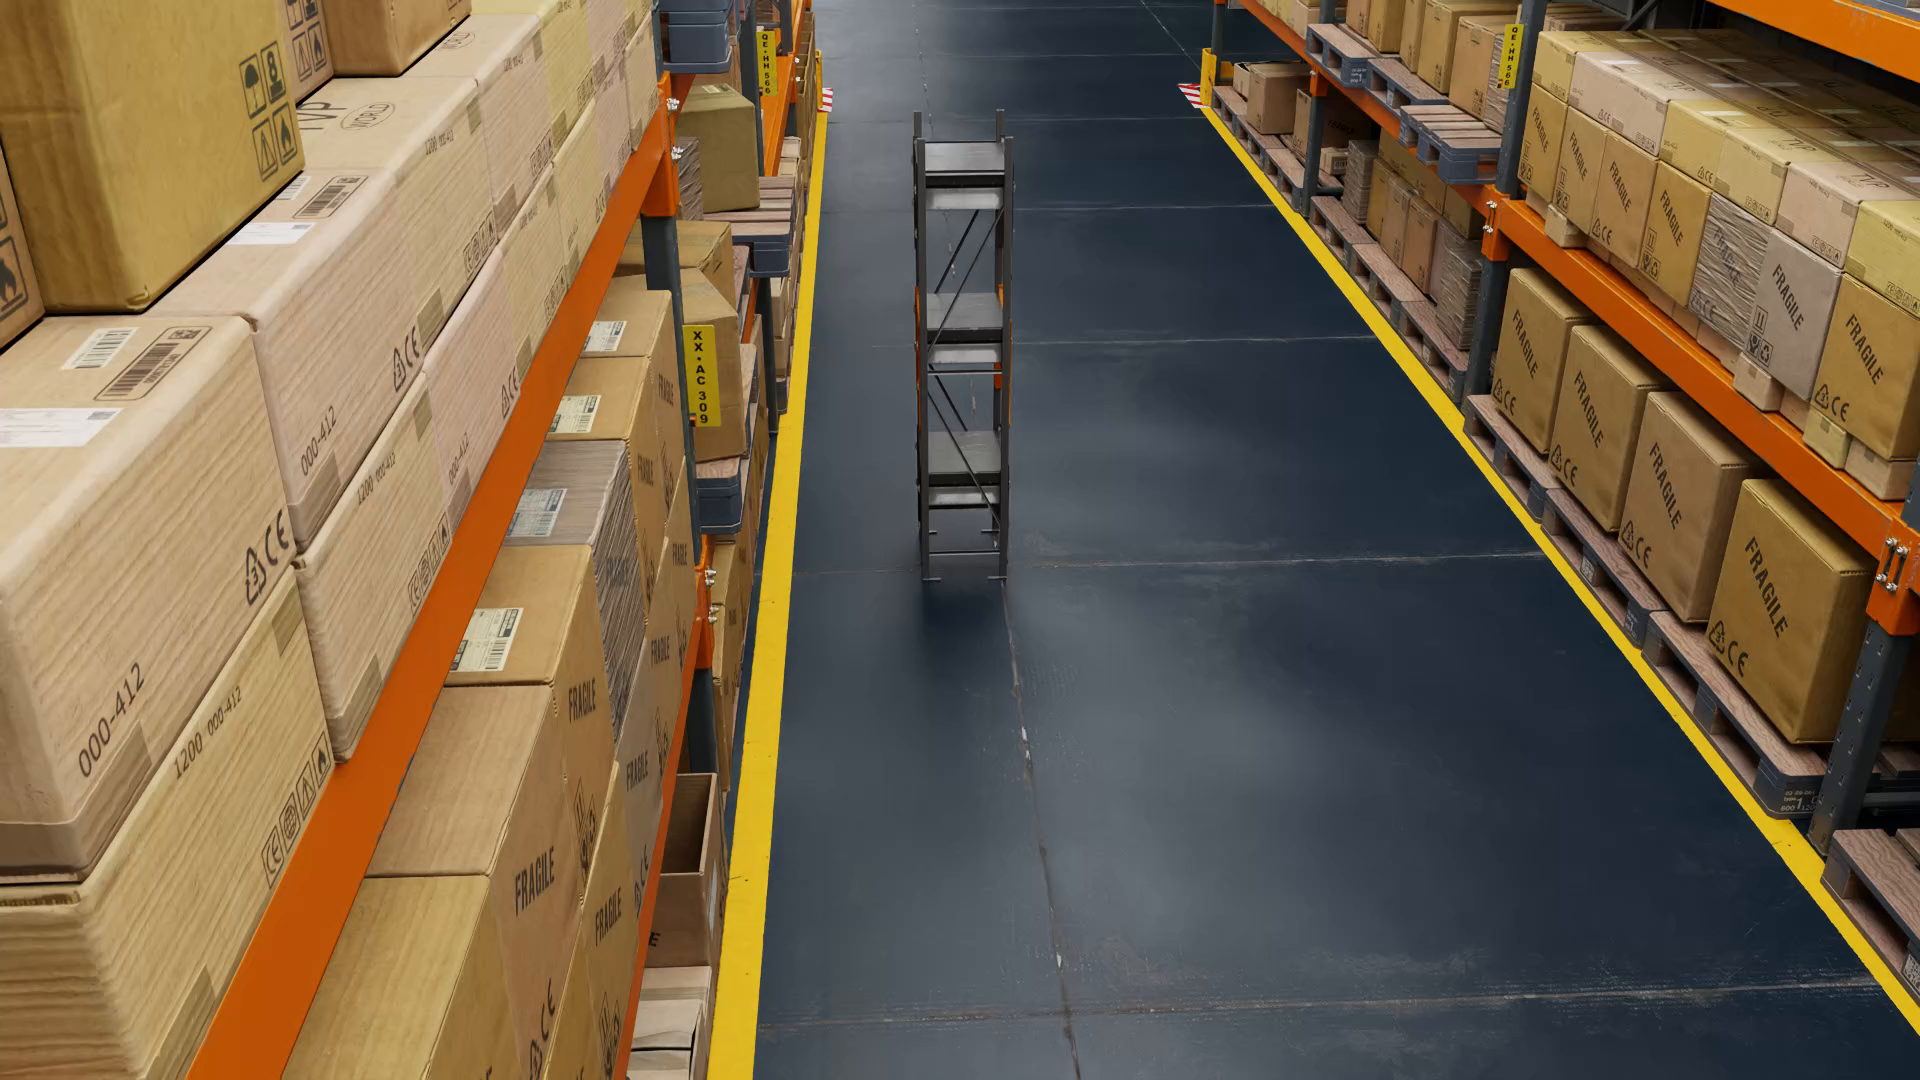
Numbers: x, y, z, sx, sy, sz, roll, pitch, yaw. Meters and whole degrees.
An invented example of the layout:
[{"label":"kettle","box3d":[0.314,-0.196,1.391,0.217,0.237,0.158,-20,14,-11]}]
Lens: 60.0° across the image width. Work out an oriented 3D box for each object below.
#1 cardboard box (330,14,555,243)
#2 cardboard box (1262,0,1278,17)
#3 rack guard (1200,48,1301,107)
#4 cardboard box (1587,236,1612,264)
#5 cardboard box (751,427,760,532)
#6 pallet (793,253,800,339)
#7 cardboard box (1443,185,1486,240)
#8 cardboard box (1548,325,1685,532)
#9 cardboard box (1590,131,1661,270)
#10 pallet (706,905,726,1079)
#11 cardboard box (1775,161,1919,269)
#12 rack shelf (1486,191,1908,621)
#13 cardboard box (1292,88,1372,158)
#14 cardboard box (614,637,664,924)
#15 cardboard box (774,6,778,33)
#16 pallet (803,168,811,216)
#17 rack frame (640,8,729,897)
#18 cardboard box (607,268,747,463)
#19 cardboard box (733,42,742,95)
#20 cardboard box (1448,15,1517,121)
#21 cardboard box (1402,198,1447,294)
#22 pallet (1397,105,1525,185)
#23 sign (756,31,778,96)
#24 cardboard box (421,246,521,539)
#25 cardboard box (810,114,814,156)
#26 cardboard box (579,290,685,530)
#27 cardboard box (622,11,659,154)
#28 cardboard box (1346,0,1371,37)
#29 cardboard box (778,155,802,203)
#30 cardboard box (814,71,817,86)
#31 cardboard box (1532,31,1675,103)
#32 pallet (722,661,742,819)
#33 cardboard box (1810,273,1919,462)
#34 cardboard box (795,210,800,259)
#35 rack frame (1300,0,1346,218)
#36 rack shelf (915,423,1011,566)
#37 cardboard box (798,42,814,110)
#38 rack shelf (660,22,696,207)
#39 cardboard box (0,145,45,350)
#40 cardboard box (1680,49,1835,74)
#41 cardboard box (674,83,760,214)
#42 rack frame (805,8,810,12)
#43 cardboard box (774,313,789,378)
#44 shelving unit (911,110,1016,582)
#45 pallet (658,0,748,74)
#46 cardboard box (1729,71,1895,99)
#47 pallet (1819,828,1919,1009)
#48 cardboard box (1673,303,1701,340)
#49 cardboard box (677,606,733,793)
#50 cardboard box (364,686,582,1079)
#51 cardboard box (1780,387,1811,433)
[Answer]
[{"label":"cardboard box","box3d":[-0.954,-0.666,2.662,0.500,0.250,0.500,-1,28,-3]},{"label":"cardboard box","box3d":[2.819,-4.524,13.820,0.500,0.250,0.500,-2,28,-3]},{"label":"rack guard","box3d":[3.001,-4.612,16.551,1.175,0.500,0.348,-1,28,-3]},{"label":"cardboard box","box3d":[3.271,-1.446,8.029,0.380,0.149,0.250,-2,28,-3]},{"label":"cardboard box","box3d":[-1.222,-0.361,7.925,0.500,0.500,0.500,-2,28,-5]},{"label":"pallet","box3d":[-1.596,-1.646,11.178,1.003,0.211,1.213,-1,28,-3]},{"label":"cardboard box","box3d":[3.358,-2.076,10.403,0.500,0.250,0.500,-1,28,-2]},{"label":"cardboard box","box3d":[3.362,-0.546,7.924,0.750,0.750,0.750,-2,28,-3]},{"label":"cardboard box","box3d":[3.228,-1.544,7.515,0.500,0.500,0.500,-2,28,-3]},{"label":"pallet","box3d":[-1.288,1.462,5.219,1.003,0.211,1.213,-1,28,-3]},{"label":"cardboard box","box3d":[3.327,-1.177,6.000,0.500,0.250,0.500,-1,28,-2]},{"label":"rack shelf","box3d":[3.520,-0.818,7.352,1.077,0.370,4.000,-1,28,-3]},{"label":"cardboard box","box3d":[3.112,-3.473,13.892,0.500,0.500,0.500,-3,28,-7]},{"label":"cardboard box","box3d":[-0.983,0.564,3.818,0.500,0.500,0.500,-1,28,-1]},{"label":"cardboard box","box3d":[-1.804,-4.279,13.102,0.700,0.500,0.500,-2,28,-3]},{"label":"pallet","box3d":[-1.740,-2.918,13.617,1.003,0.211,1.213,-1,28,-3]},{"label":"rack frame","box3d":[-1.323,-0.092,5.183,1.000,3.000,0.127,-1,28,-3]},{"label":"cardboard box","box3d":[-1.124,-0.547,5.492,0.700,0.500,0.500,-11,29,-20]},{"label":"cardboard box","box3d":[-1.663,-3.001,10.652,0.500,0.500,0.500,-1,28,-3]},{"label":"cardboard box","box3d":[3.324,-2.774,9.741,0.700,0.500,0.500,-4,28,-7]},{"label":"cardboard box","box3d":[3.360,-1.948,10.969,0.700,0.500,0.500,-2,28,-3]},{"label":"pallet","box3d":[3.272,-2.302,9.627,1.213,0.211,1.003,-1,28,-3]},{"label":"sign","box3d":[-0.990,-2.435,8.508,0.100,0.325,0.005,-1,28,-3]},{"label":"cardboard box","box3d":[-0.928,-0.214,2.334,0.500,0.250,0.500,-1,28,-3]},{"label":"cardboard box","box3d":[-1.504,-3.437,14.115,0.500,0.250,0.500,-1,28,-3]},{"label":"cardboard box","box3d":[-1.038,-0.352,4.492,0.500,0.500,0.500,-1,28,-2]},{"label":"cardboard box","box3d":[-1.032,-1.137,4.105,0.500,0.250,0.500,-1,28,-3]},{"label":"cardboard box","box3d":[3.199,-3.911,11.922,0.700,0.500,0.500,-1,28,-2]},{"label":"cardboard box","box3d":[-1.400,-2.582,11.869,0.500,0.311,0.500,-1,28,-1]},{"label":"cardboard box","box3d":[-1.626,-4.360,15.885,0.500,0.250,0.500,-1,28,-3]},{"label":"cardboard box","box3d":[3.183,-2.349,8.248,0.500,0.250,0.500,-1,28,-1]},{"label":"pallet","box3d":[-1.403,0.770,6.546,1.003,0.211,1.213,-1,28,-3]},{"label":"cardboard box","box3d":[3.348,-0.605,5.716,0.500,0.500,0.500,-2,28,-3]},{"label":"cardboard box","box3d":[-1.378,-2.099,11.550,0.500,0.250,0.500,-1,28,-2]},{"label":"rack frame","box3d":[3.206,-3.908,12.499,1.000,3.000,0.127,-1,28,-3]},{"label":"rack shelf","box3d":[0.009,-0.222,7.948,0.431,0.518,0.480,-1,28,-3]},{"label":"cardboard box","box3d":[-1.533,-4.000,14.385,0.500,0.500,0.500,-1,28,-3]},{"label":"rack shelf","box3d":[-1.427,-2.027,6.426,1.077,0.370,4.000,-1,28,-3]},{"label":"cardboard box","box3d":[-1.157,-0.299,1.147,0.700,0.500,0.500,-1,28,-3]},{"label":"cardboard box","box3d":[3.721,-2.136,7.839,0.500,0.250,0.500,-2,28,-4]},{"label":"cardboard box","box3d":[-1.386,-1.882,8.052,0.700,0.500,0.500,-11,29,-20]},{"label":"rack frame","box3d":[-1.949,-5.634,15.808,1.000,3.000,0.127,-1,28,-3]},{"label":"cardboard box","box3d":[-1.266,-1.155,9.740,0.500,0.250,0.500,-1,28,-3]},{"label":"shelving unit","box3d":[0.009,-0.855,7.618,0.431,2.100,0.503,-1,28,-3]},{"label":"pallet","box3d":[-1.287,-1.641,5.113,1.213,0.211,1.003,-1,28,-3]},{"label":"cardboard box","box3d":[3.745,-1.899,7.384,0.500,0.250,0.500,-2,28,-4]},{"label":"pallet","box3d":[3.586,1.376,5.383,1.003,0.211,1.213,-1,28,-3]},{"label":"cardboard box","box3d":[3.299,-0.971,7.118,0.380,0.149,0.250,-1,28,-1]},{"label":"cardboard box","box3d":[-1.105,0.592,6.098,0.500,0.500,0.500,-3,28,-5]},{"label":"cardboard box","box3d":[-0.930,0.584,2.697,0.500,0.500,0.500,-1,28,-2]},{"label":"cardboard box","box3d":[3.318,-0.497,6.209,0.380,0.149,0.250,-1,28,-1]}]
